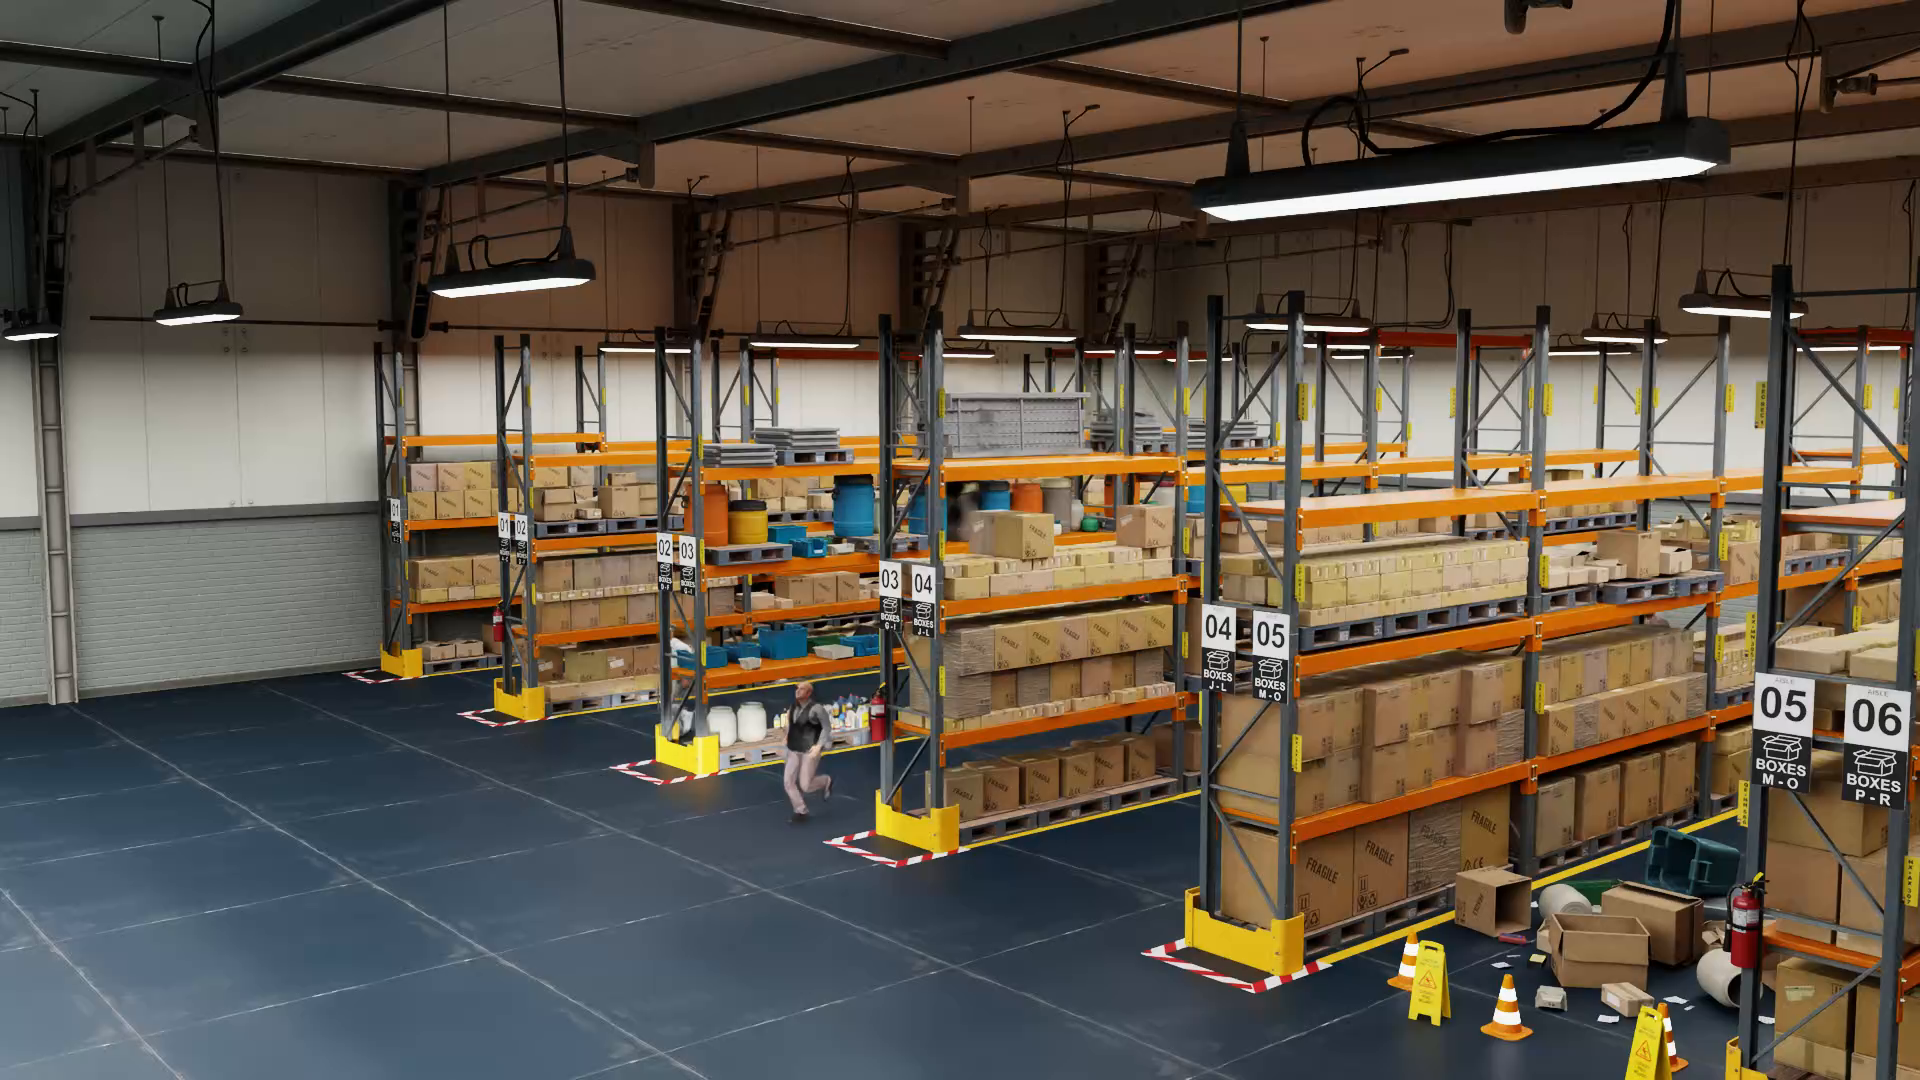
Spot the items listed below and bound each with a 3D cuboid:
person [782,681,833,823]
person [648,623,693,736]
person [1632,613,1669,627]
[{"bbox_3d":[-1.836,2.526,19.978,0.683,1.683,0.643,4,6,34],"label":"person"},{"bbox_3d":[-4.292,2.069,24.545,0.631,1.753,0.673,-4,7,-38],"label":"person"},{"bbox_3d":[10.909,1.856,26.385,0.687,1.808,0.988,4,7,39],"label":"person"}]
